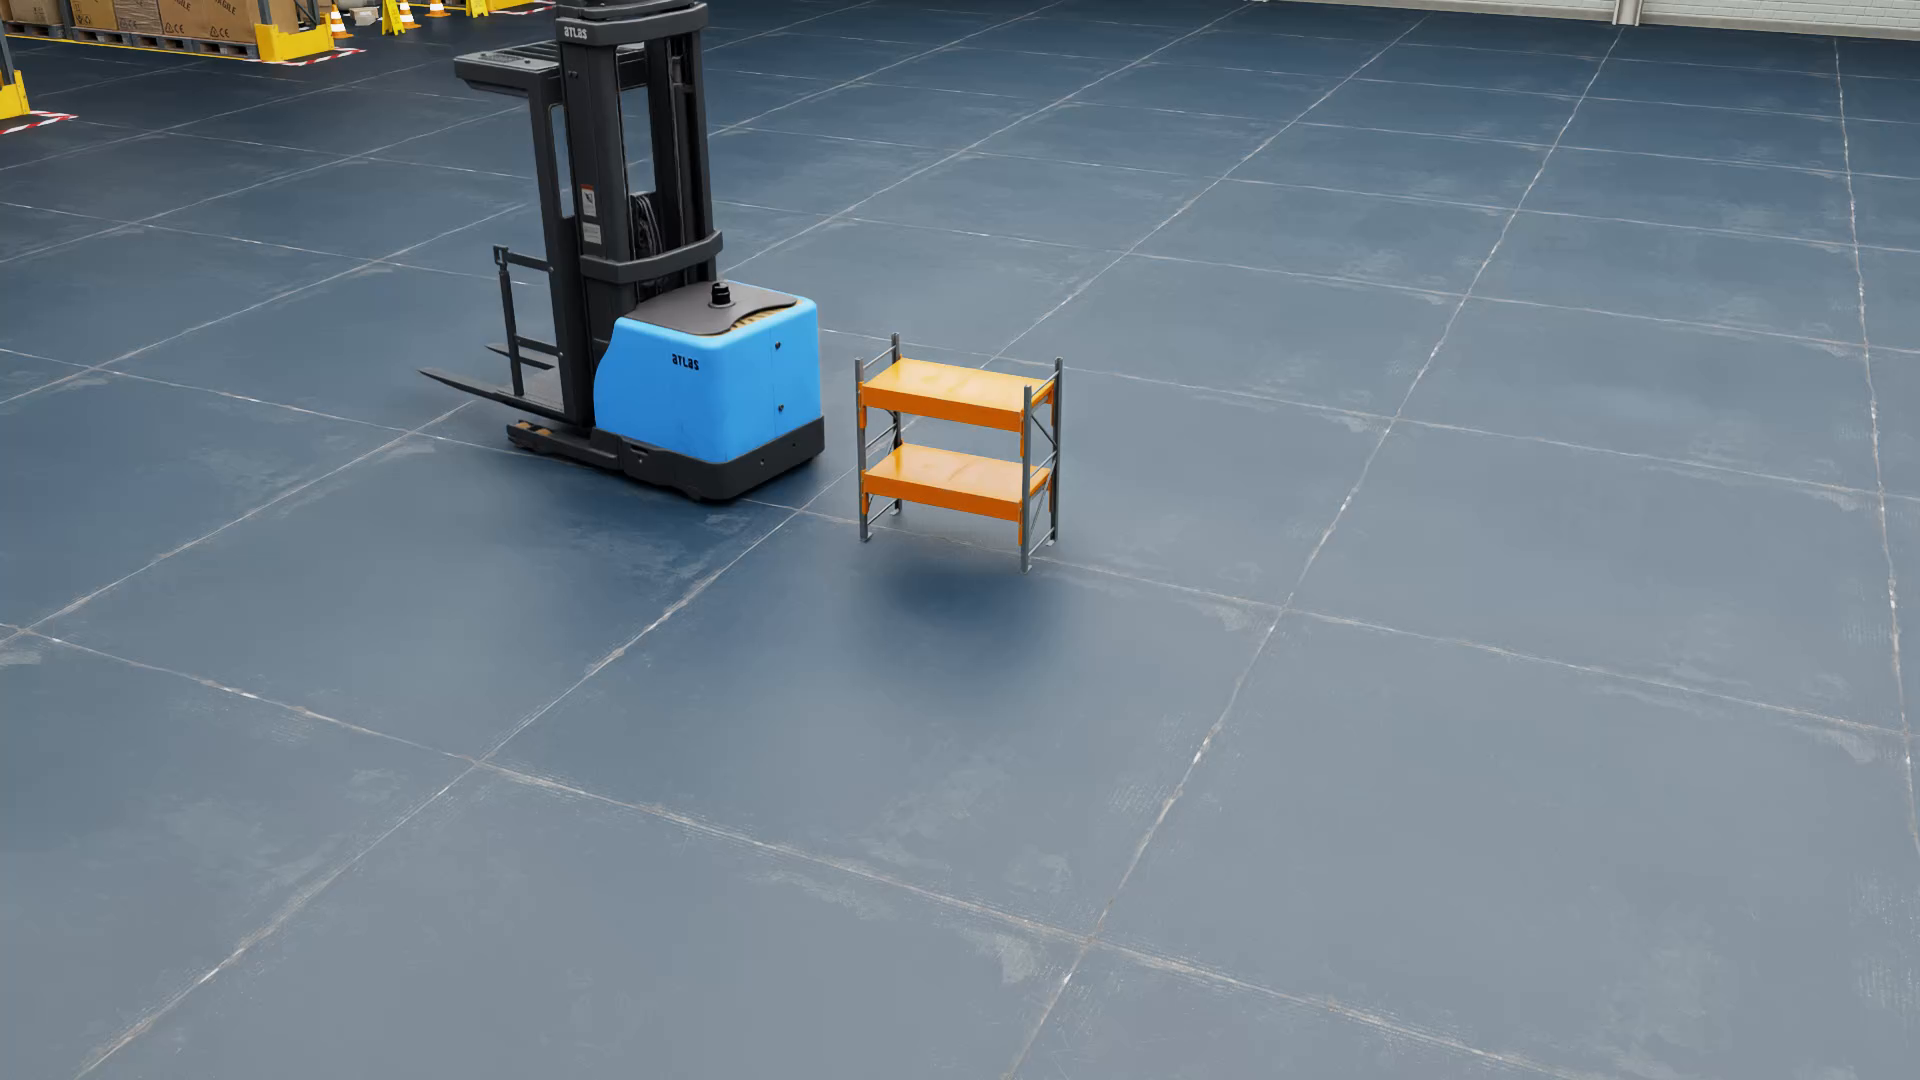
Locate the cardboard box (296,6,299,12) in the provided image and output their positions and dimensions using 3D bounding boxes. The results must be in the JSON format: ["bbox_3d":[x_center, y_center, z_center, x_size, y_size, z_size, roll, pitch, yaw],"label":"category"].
[{"bbox_3d":[-11.100,-8.765,26.830,0.503,0.637,0.797,11,28,22],"label":"cardboard box"}]

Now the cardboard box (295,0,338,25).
[{"bbox_3d":[-10.245,-8.537,26.519,0.637,0.503,0.797,-7,27,-14],"label":"cardboard box"}]

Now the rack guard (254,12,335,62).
[{"bbox_3d":[-9.533,-7.219,23.846,0.348,0.500,1.175,11,28,22],"label":"rack guard"}]

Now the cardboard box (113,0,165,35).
[{"bbox_3d":[-11.831,-8.005,24.543,0.875,0.875,0.875,12,28,22],"label":"cardboard box"}]

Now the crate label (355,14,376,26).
[{"bbox_3d":[-9.415,-8.239,26.330,0.298,0.136,0.250,-2,26,-5],"label":"crate label"}]

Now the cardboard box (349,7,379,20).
[{"bbox_3d":[-9.627,-8.502,26.850,0.380,0.149,0.250,-18,31,-31],"label":"cardboard box"}]

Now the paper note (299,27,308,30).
[{"bbox_3d":[-10.242,-7.974,25.913,0.142,0.017,0.144,23,35,39],"label":"paper note"}]

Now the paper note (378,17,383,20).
[{"bbox_3d":[-9.283,-8.394,26.764,0.142,0.019,0.148,2,26,4],"label":"paper note"}]

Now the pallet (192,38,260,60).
[{"bbox_3d":[-10.315,-7.208,24.152,1.213,0.211,1.003,11,28,22],"label":"pallet"}]

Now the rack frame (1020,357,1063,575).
[{"bbox_3d":[0.457,-0.413,9.315,0.032,1.125,0.500,11,28,22],"label":"rack frame"}]

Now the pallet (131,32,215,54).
[{"bbox_3d":[-11.422,-7.432,24.606,1.213,0.211,1.003,11,28,22],"label":"pallet"}]

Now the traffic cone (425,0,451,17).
[{"bbox_3d":[-8.524,-8.775,27.050,0.334,0.463,0.336,11,28,22],"label":"traffic cone"}]

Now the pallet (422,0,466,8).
[{"bbox_3d":[-8.392,-9.279,28.358,1.213,0.211,1.003,11,28,22],"label":"pallet"}]

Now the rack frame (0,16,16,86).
[{"bbox_3d":[-11.700,-6.369,19.290,0.127,3.000,1.000,11,28,22],"label":"rack frame"}]

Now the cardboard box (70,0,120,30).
[{"bbox_3d":[-12.653,-8.168,24.874,0.875,0.875,0.875,12,29,23],"label":"cardboard box"}]

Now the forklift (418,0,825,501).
[{"bbox_3d":[-2.375,-2.048,10.591,3.031,2.935,1.130,17,31,31],"label":"forklift"}]

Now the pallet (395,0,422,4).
[{"bbox_3d":[-9.499,-9.503,28.812,1.213,0.211,1.003,11,28,22],"label":"pallet"}]

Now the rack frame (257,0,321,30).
[{"bbox_3d":[-9.555,-8.345,23.303,0.127,3.000,1.000,11,28,22],"label":"rack frame"}]

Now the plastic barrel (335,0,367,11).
[{"bbox_3d":[-10.105,-8.967,27.483,0.512,0.421,0.421,-12,29,-23],"label":"plastic barrel"}]

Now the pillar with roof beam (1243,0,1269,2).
[{"bbox_3d":[3.334,-11.606,23.136,0.400,9.000,9.100,11,28,22],"label":"pillar with roof beam"}]

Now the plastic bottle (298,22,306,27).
[{"bbox_3d":[-10.454,-8.110,26.153,0.283,0.061,0.133,2,26,4],"label":"plastic bottle"}]

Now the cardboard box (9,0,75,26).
[{"bbox_3d":[-13.799,-8.332,25.350,0.750,0.750,1.050,11,28,22],"label":"cardboard box"}]

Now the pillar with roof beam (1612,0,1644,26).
[{"bbox_3d":[8.796,-10.509,20.907,0.400,9.000,9.100,11,28,22],"label":"pillar with roof beam"}]

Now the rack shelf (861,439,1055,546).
[{"bbox_3d":[-0.006,-0.287,9.612,1.000,0.278,0.538,11,28,22],"label":"rack shelf"}]

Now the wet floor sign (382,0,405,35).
[{"bbox_3d":[-8.709,-8.079,25.429,0.232,0.644,0.267,6,27,13],"label":"wet floor sign"}]

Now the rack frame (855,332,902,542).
[{"bbox_3d":[-0.469,-0.599,9.693,0.032,1.125,0.500,11,28,22],"label":"rack frame"}]

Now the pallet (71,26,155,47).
[{"bbox_3d":[-12.537,-7.654,25.058,1.213,0.211,1.003,11,28,22],"label":"pallet"}]

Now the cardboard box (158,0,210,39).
[{"bbox_3d":[-11.002,-7.837,24.202,0.875,0.875,0.875,11,28,21],"label":"cardboard box"}]

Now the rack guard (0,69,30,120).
[{"bbox_3d":[-11.769,-5.261,19.870,0.348,0.500,1.175,11,28,22],"label":"rack guard"}]

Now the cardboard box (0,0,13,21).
[{"bbox_3d":[-14.675,-8.510,25.711,0.750,0.750,1.050,11,28,22],"label":"cardboard box"}]

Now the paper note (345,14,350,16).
[{"bbox_3d":[-9.994,-8.604,27.205,0.142,0.019,0.148,23,35,39],"label":"paper note"}]

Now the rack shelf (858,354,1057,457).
[{"bbox_3d":[-0.006,-0.768,9.375,1.000,0.278,0.538,11,28,22],"label":"rack shelf"}]

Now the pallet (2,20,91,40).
[{"bbox_3d":[-13.930,-7.936,25.629,1.213,0.211,1.003,11,28,22],"label":"pallet"}]

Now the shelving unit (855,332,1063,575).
[{"bbox_3d":[-0.006,-0.506,9.504,1.048,1.125,0.538,11,28,22],"label":"shelving unit"}]

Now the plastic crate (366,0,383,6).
[{"bbox_3d":[-10.150,-9.158,28.261,0.583,0.080,0.402,2,26,4],"label":"plastic crate"}]

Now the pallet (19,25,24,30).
[{"bbox_3d":[-15.045,-8.158,26.081,1.213,0.211,1.003,11,28,22],"label":"pallet"}]

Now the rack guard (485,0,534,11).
[{"bbox_3d":[-7.667,-9.246,27.963,0.348,0.500,1.175,11,28,22],"label":"rack guard"}]

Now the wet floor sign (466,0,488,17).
[{"bbox_3d":[-7.868,-8.832,26.959,0.232,0.644,0.267,23,35,39],"label":"wet floor sign"}]

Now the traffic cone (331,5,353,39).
[{"bbox_3d":[-9.451,-7.875,25.220,0.334,0.463,0.336,11,28,22],"label":"traffic cone"}]

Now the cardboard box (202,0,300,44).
[{"bbox_3d":[-10.200,-7.677,23.877,0.875,0.875,0.875,12,28,22],"label":"cardboard box"}]

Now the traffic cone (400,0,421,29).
[{"bbox_3d":[-8.674,-8.267,26.017,0.334,0.463,0.336,11,28,22],"label":"traffic cone"}]

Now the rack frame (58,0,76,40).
[{"bbox_3d":[-13.196,-9.076,24.788,0.127,3.000,1.000,11,28,22],"label":"rack frame"}]
